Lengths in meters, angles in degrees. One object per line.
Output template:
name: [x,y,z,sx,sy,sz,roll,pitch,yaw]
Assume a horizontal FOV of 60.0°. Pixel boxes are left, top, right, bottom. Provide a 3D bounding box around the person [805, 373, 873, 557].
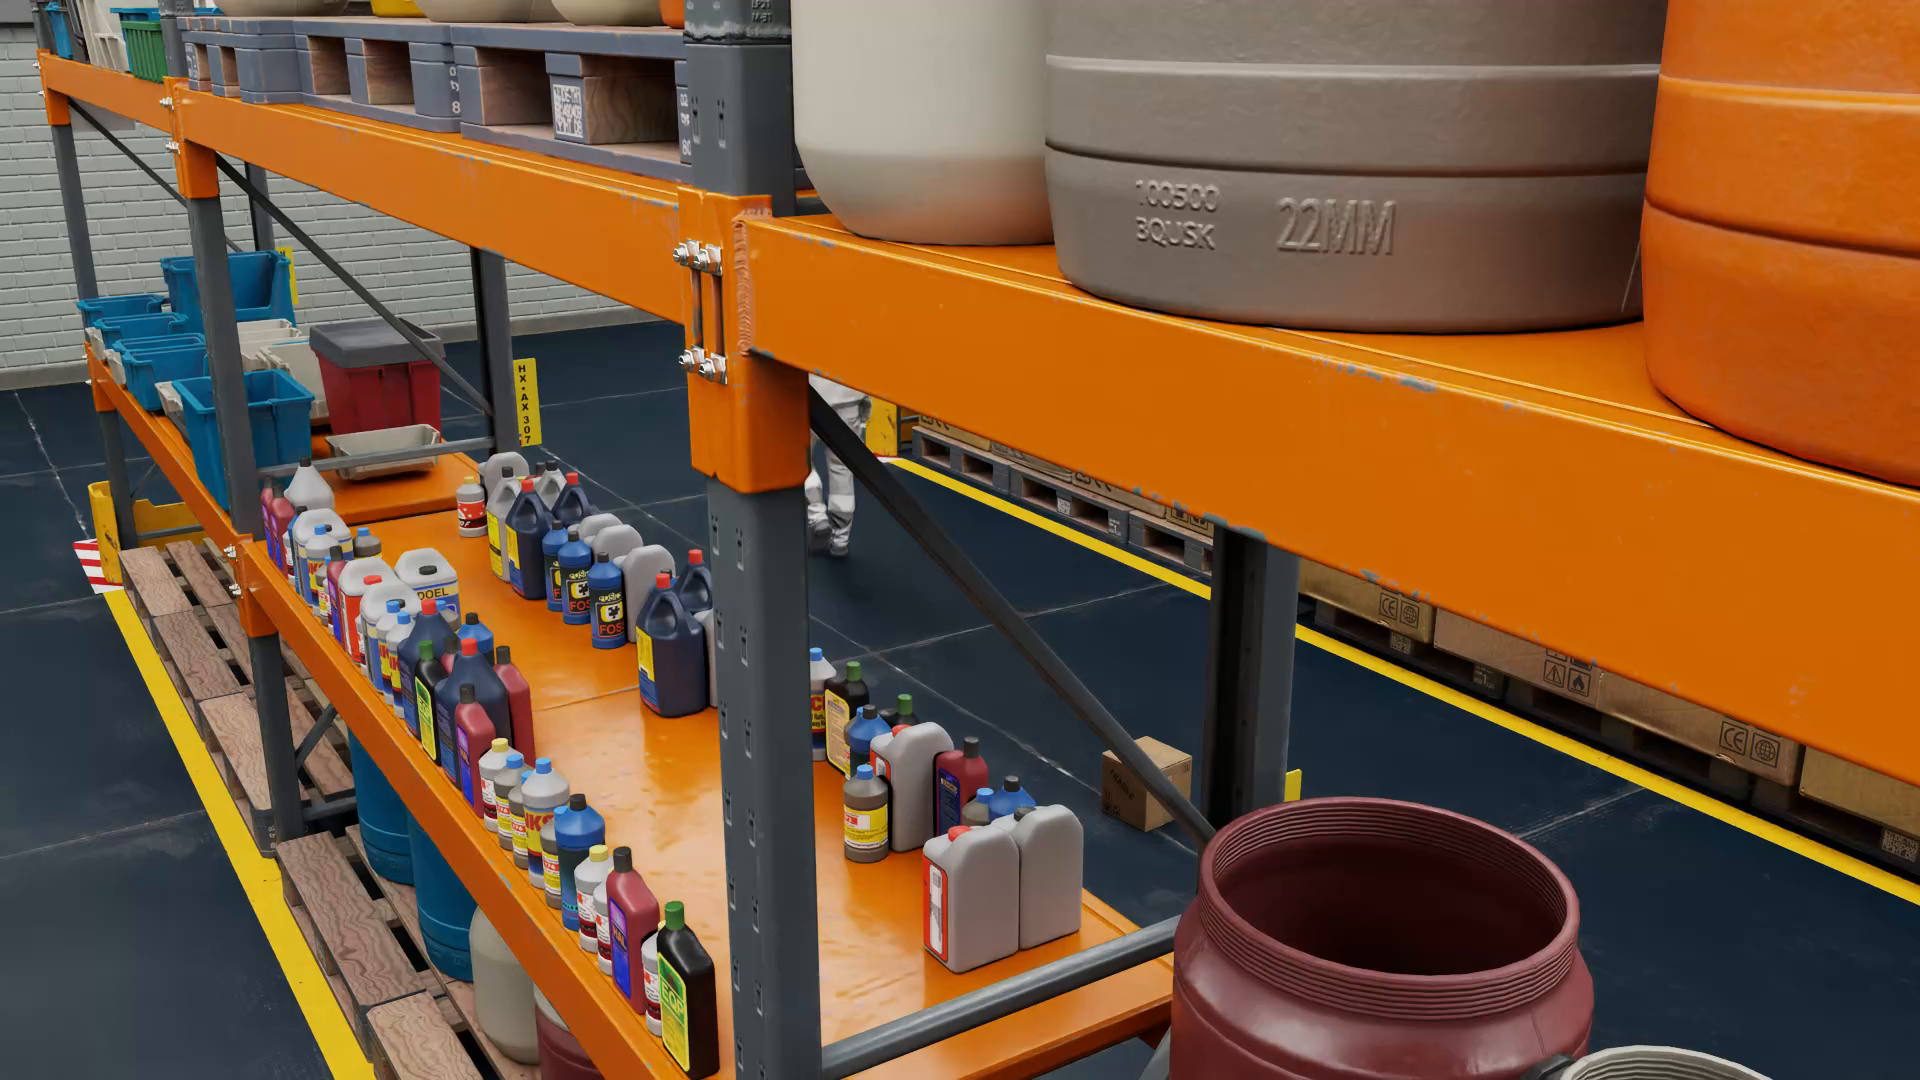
person: [-0.739,-0.783,9.352,0.541,1.783,0.469,-6,19,-19]
